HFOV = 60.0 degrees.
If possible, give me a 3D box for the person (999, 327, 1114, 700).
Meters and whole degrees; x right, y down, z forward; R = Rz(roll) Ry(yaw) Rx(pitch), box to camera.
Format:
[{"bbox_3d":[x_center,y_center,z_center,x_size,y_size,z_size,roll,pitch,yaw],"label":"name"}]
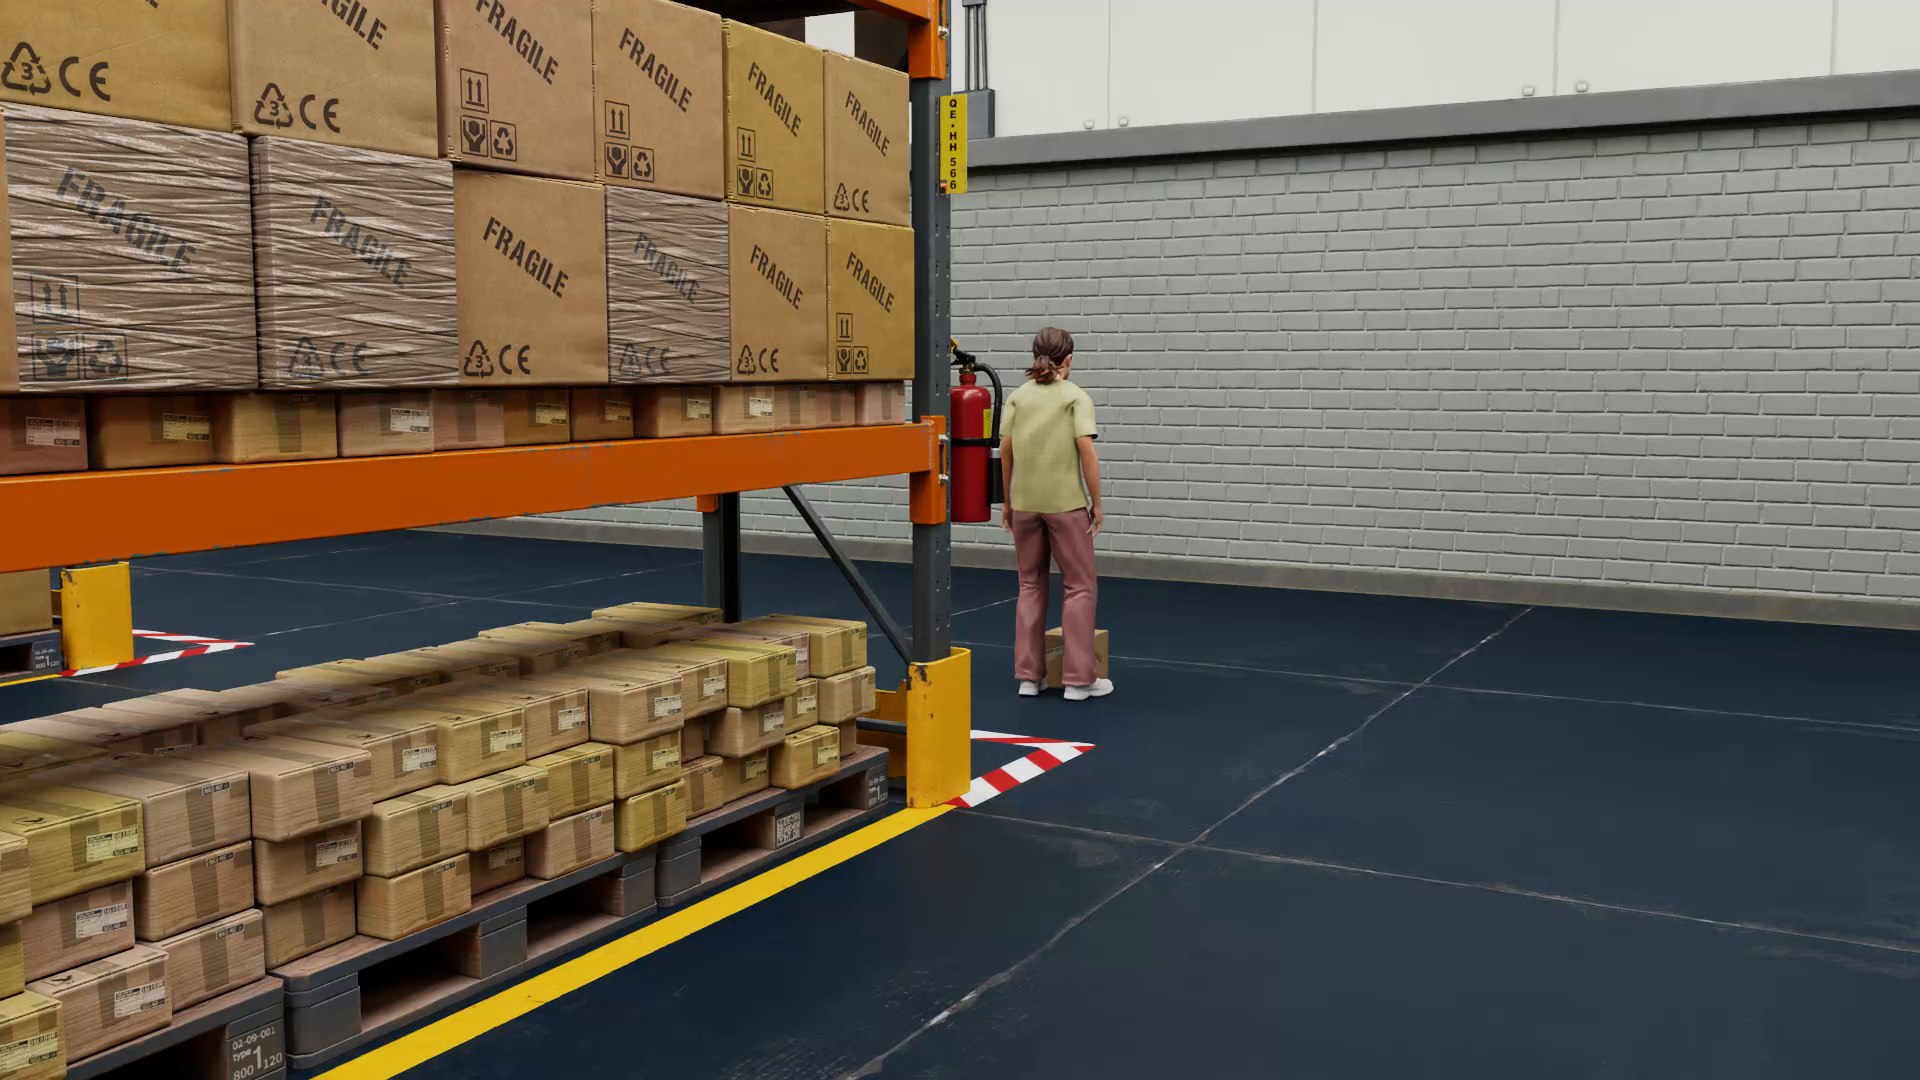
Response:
[{"bbox_3d":[0.419,-0.126,7.528,0.503,1.671,0.364,3,7,26],"label":"person"}]
